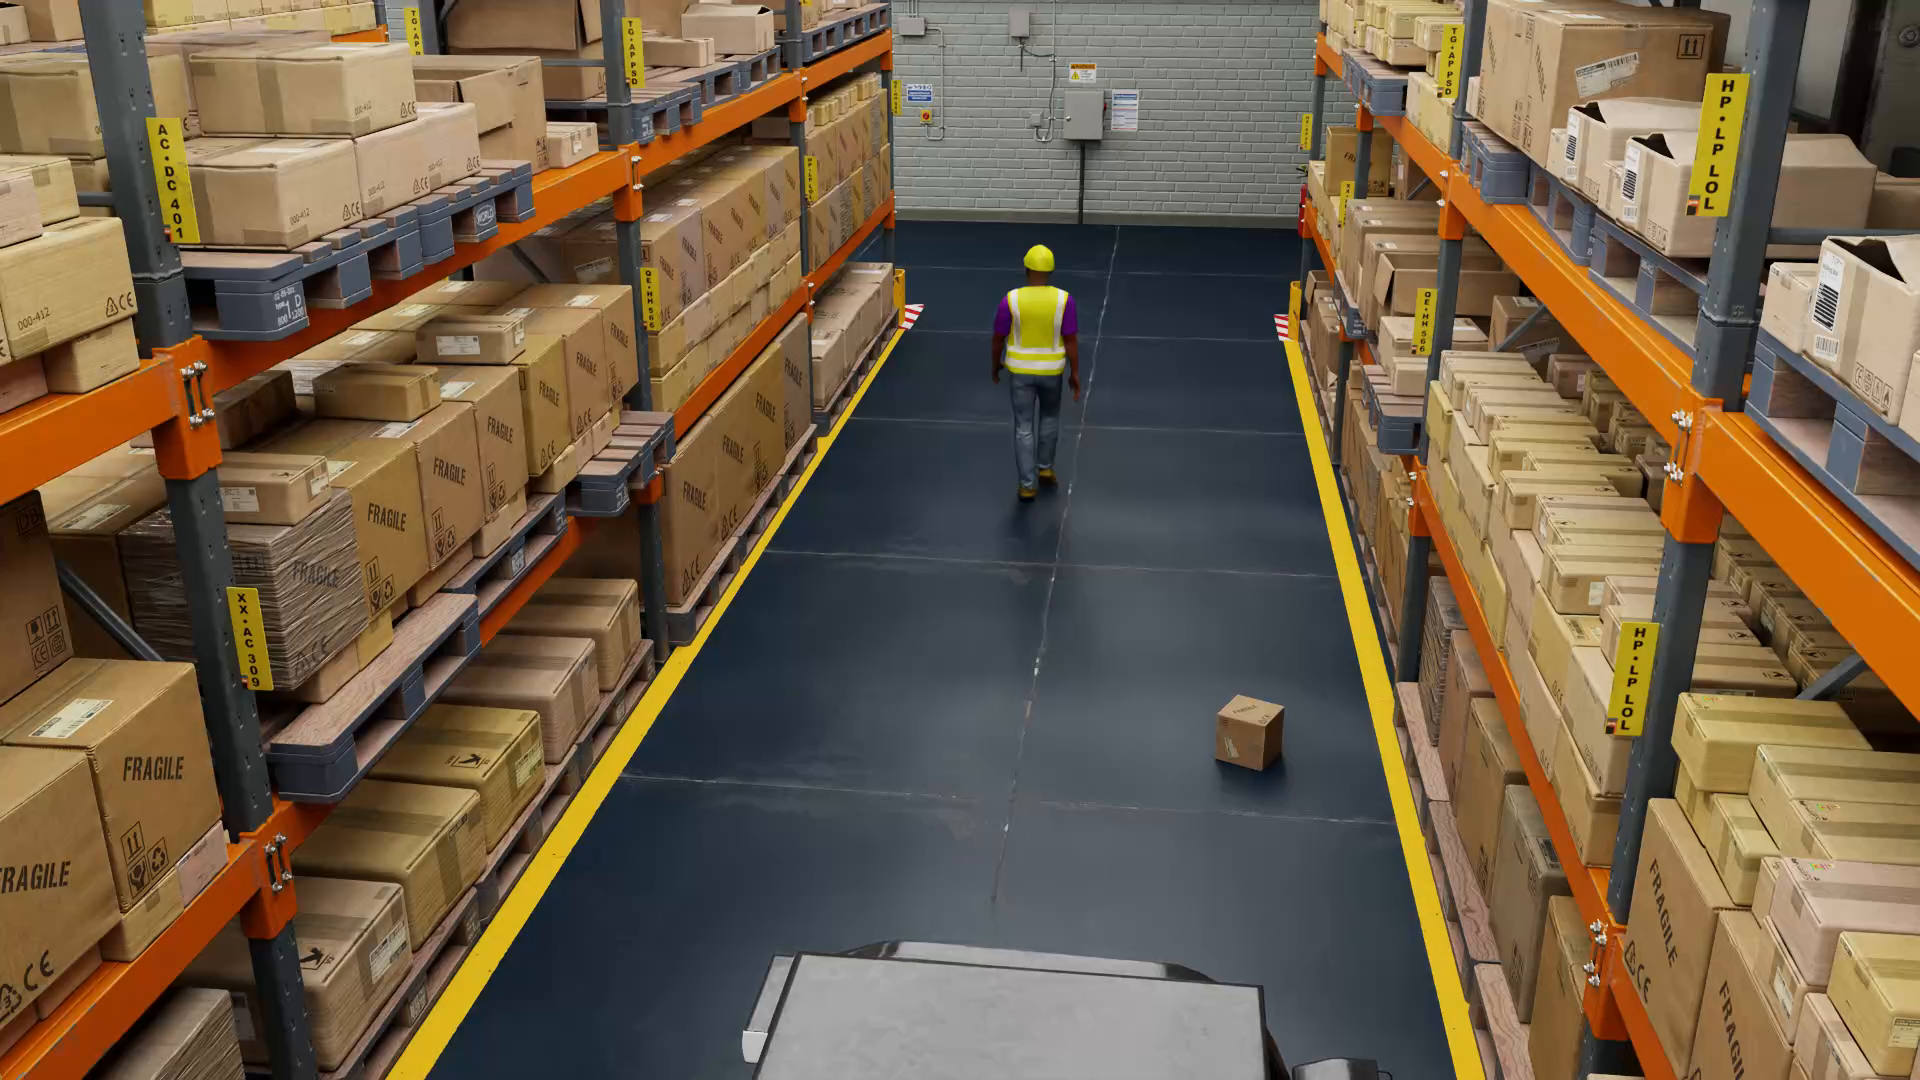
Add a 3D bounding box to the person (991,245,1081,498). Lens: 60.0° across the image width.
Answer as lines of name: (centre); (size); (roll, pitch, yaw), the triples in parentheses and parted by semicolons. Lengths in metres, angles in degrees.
person: (0.523, -1.177, 11.656); (0.614, 1.821, 0.672); (-1, 21, -3)
